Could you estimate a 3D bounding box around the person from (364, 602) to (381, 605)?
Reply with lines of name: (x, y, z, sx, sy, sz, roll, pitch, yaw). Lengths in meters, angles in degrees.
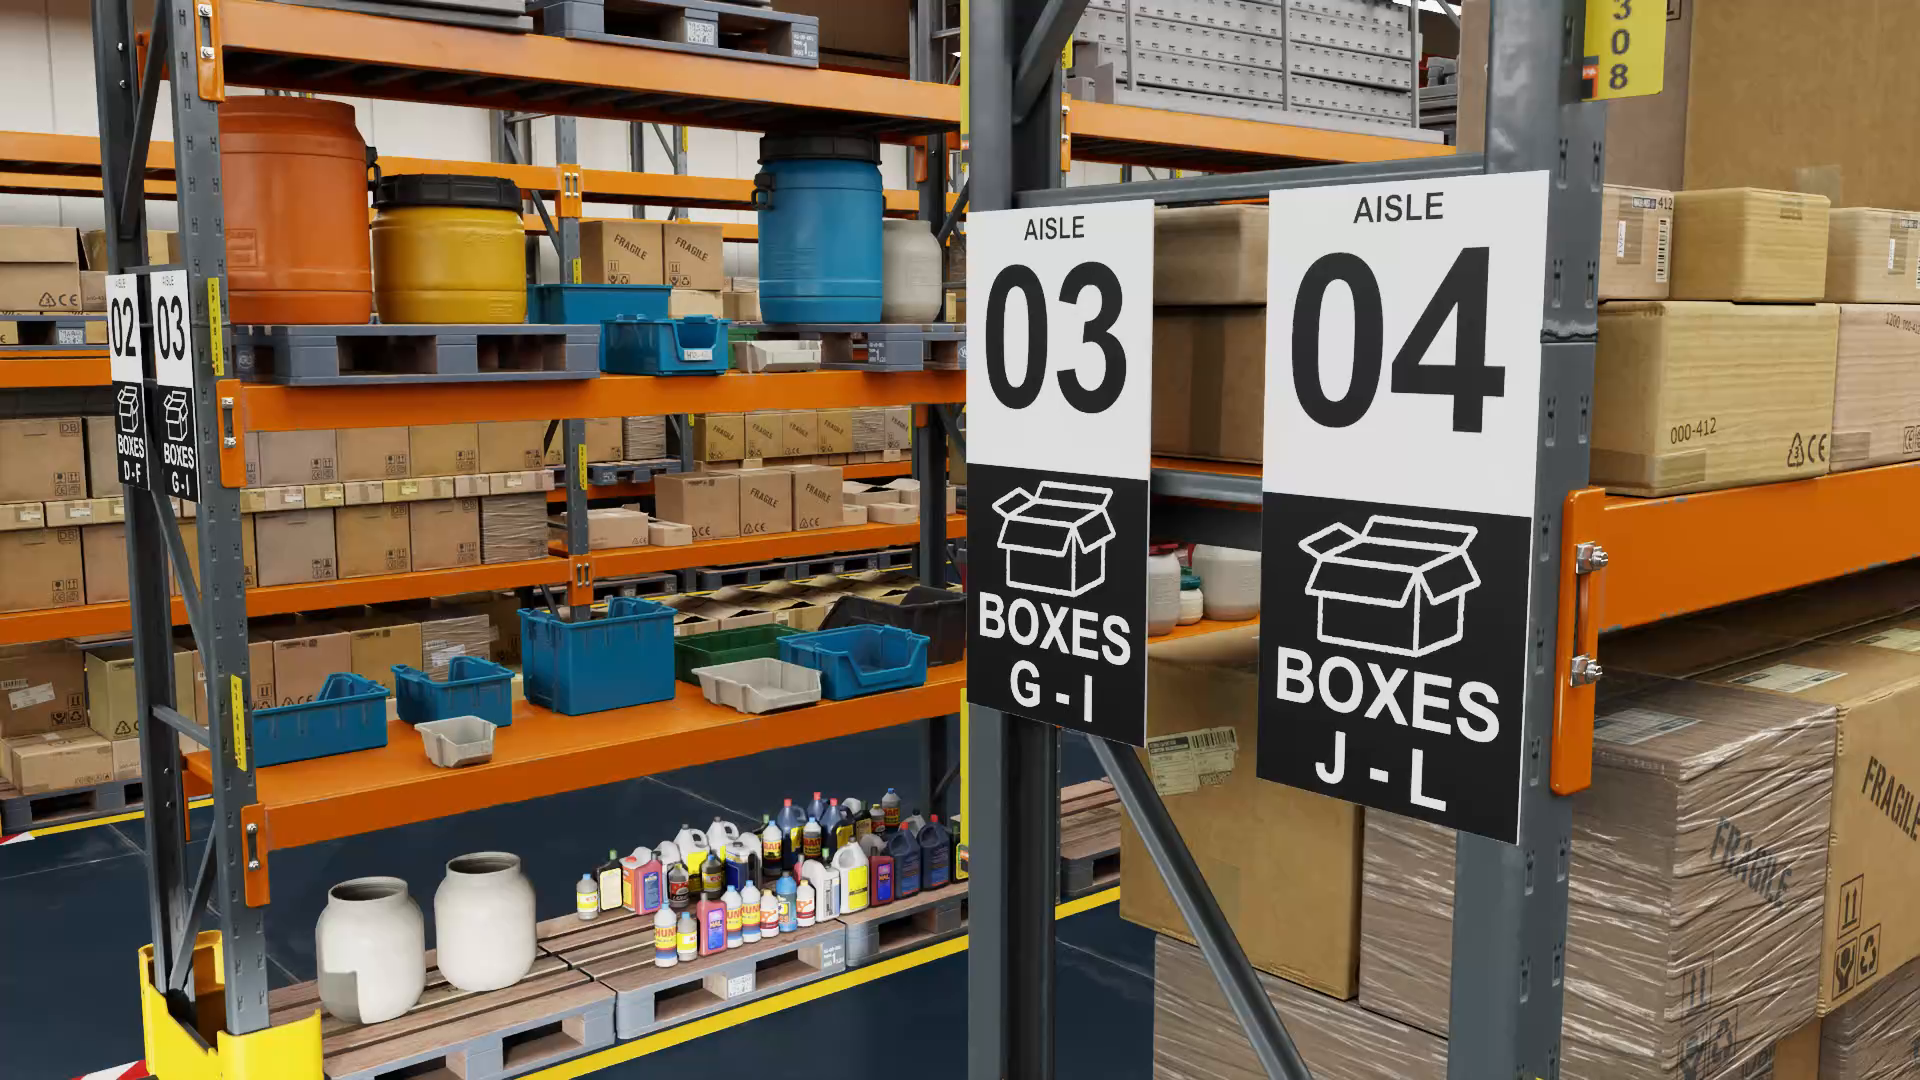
person: (-4.794, 0.435, 13.353, 0.991, 1.642, 0.437, -6, 10, -38)
